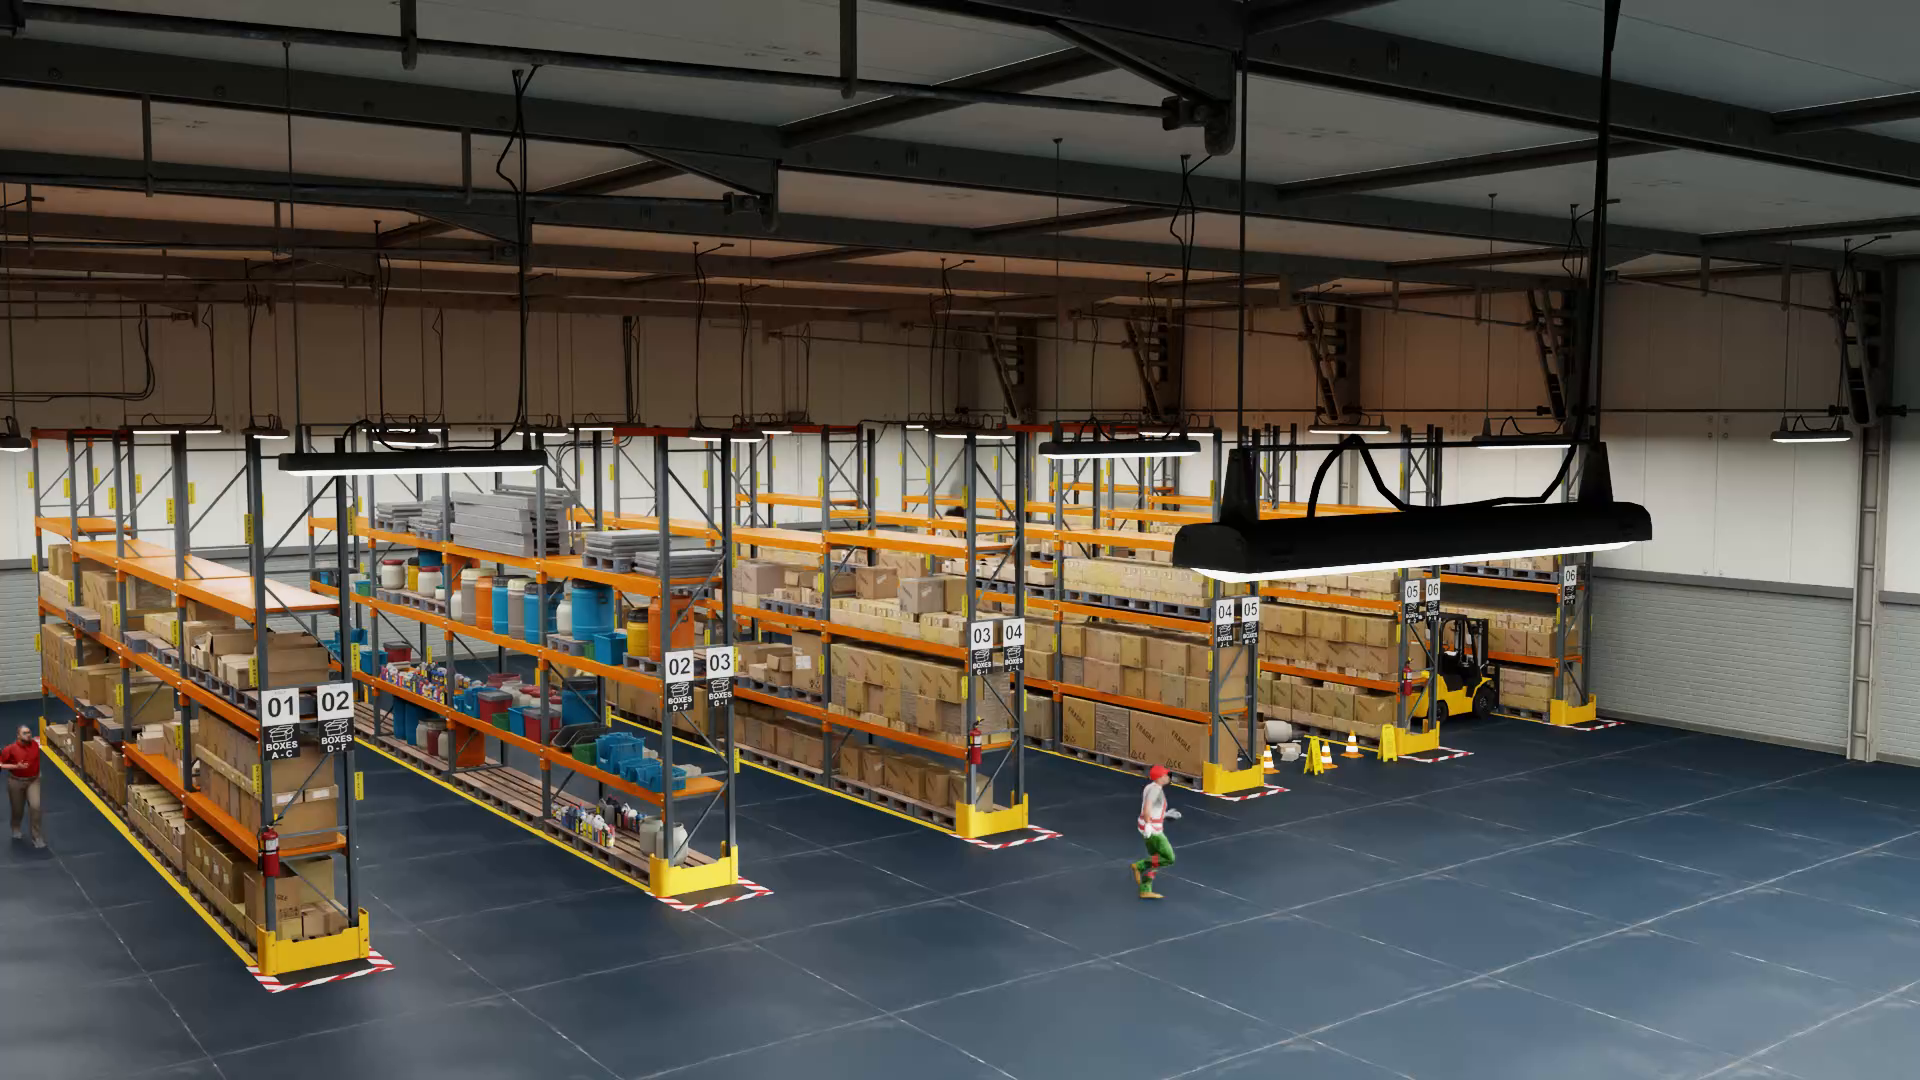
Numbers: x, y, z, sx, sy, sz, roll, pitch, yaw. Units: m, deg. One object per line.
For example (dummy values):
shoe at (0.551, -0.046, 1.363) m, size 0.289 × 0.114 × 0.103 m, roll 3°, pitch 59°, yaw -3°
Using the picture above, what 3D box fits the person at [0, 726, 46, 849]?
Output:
person at (-13.639, 3.578, 24.173) m, size 0.883 × 1.776 × 0.635 m, roll 4°, pitch 6°, yaw 41°

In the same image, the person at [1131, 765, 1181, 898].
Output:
person at (2.549, 3.782, 21.556) m, size 0.671 × 1.728 × 0.709 m, roll 0°, pitch 4°, yaw -4°

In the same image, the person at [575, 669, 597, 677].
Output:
person at (-7.198, 2.996, 32.124) m, size 0.619 × 1.626 × 0.574 m, roll 4°, pitch 6°, yaw 40°
